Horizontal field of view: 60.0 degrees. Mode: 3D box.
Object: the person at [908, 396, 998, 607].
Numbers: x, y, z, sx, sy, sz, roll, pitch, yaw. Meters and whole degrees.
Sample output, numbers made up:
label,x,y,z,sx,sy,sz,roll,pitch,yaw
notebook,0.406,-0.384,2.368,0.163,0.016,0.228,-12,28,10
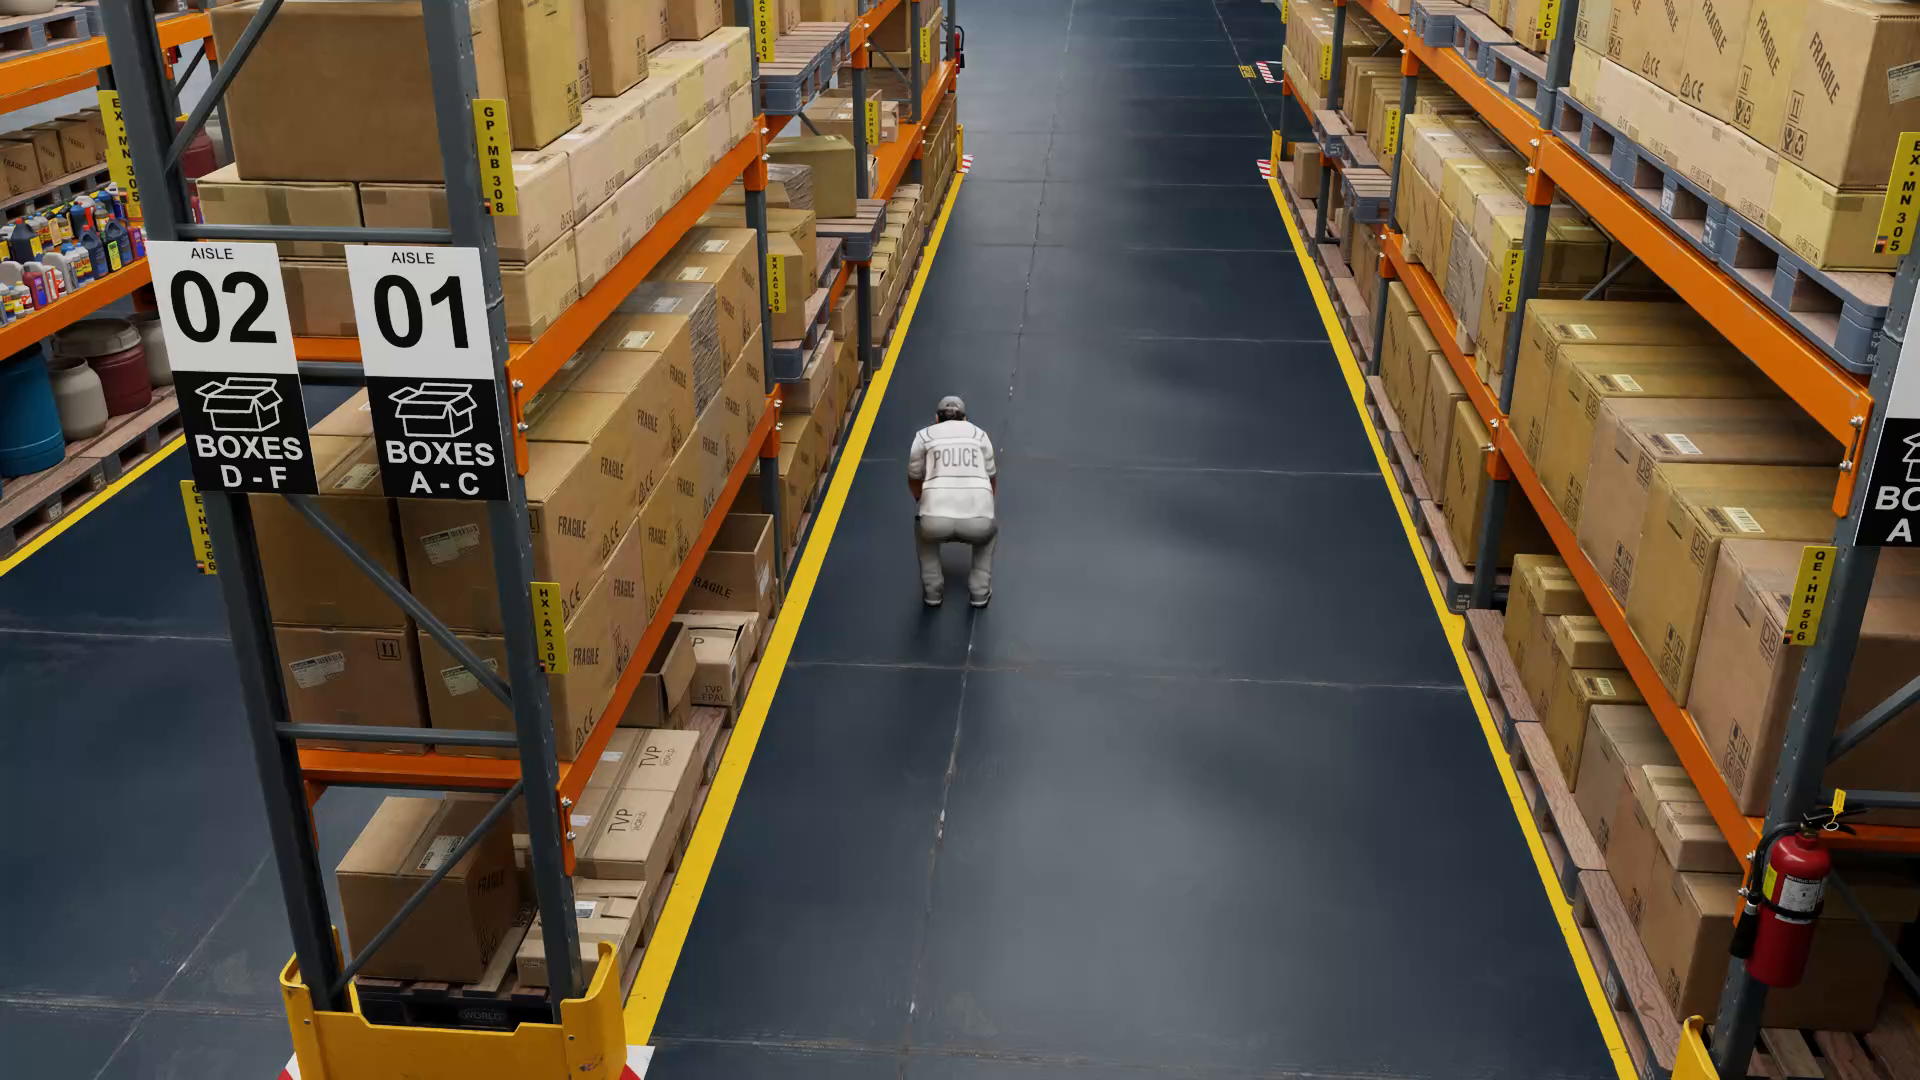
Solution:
label,x,y,z,sx,sy,sz,roll,pitch,yaw
person,-0.046,-0.204,9.693,0.538,1.133,0.823,1,25,3
